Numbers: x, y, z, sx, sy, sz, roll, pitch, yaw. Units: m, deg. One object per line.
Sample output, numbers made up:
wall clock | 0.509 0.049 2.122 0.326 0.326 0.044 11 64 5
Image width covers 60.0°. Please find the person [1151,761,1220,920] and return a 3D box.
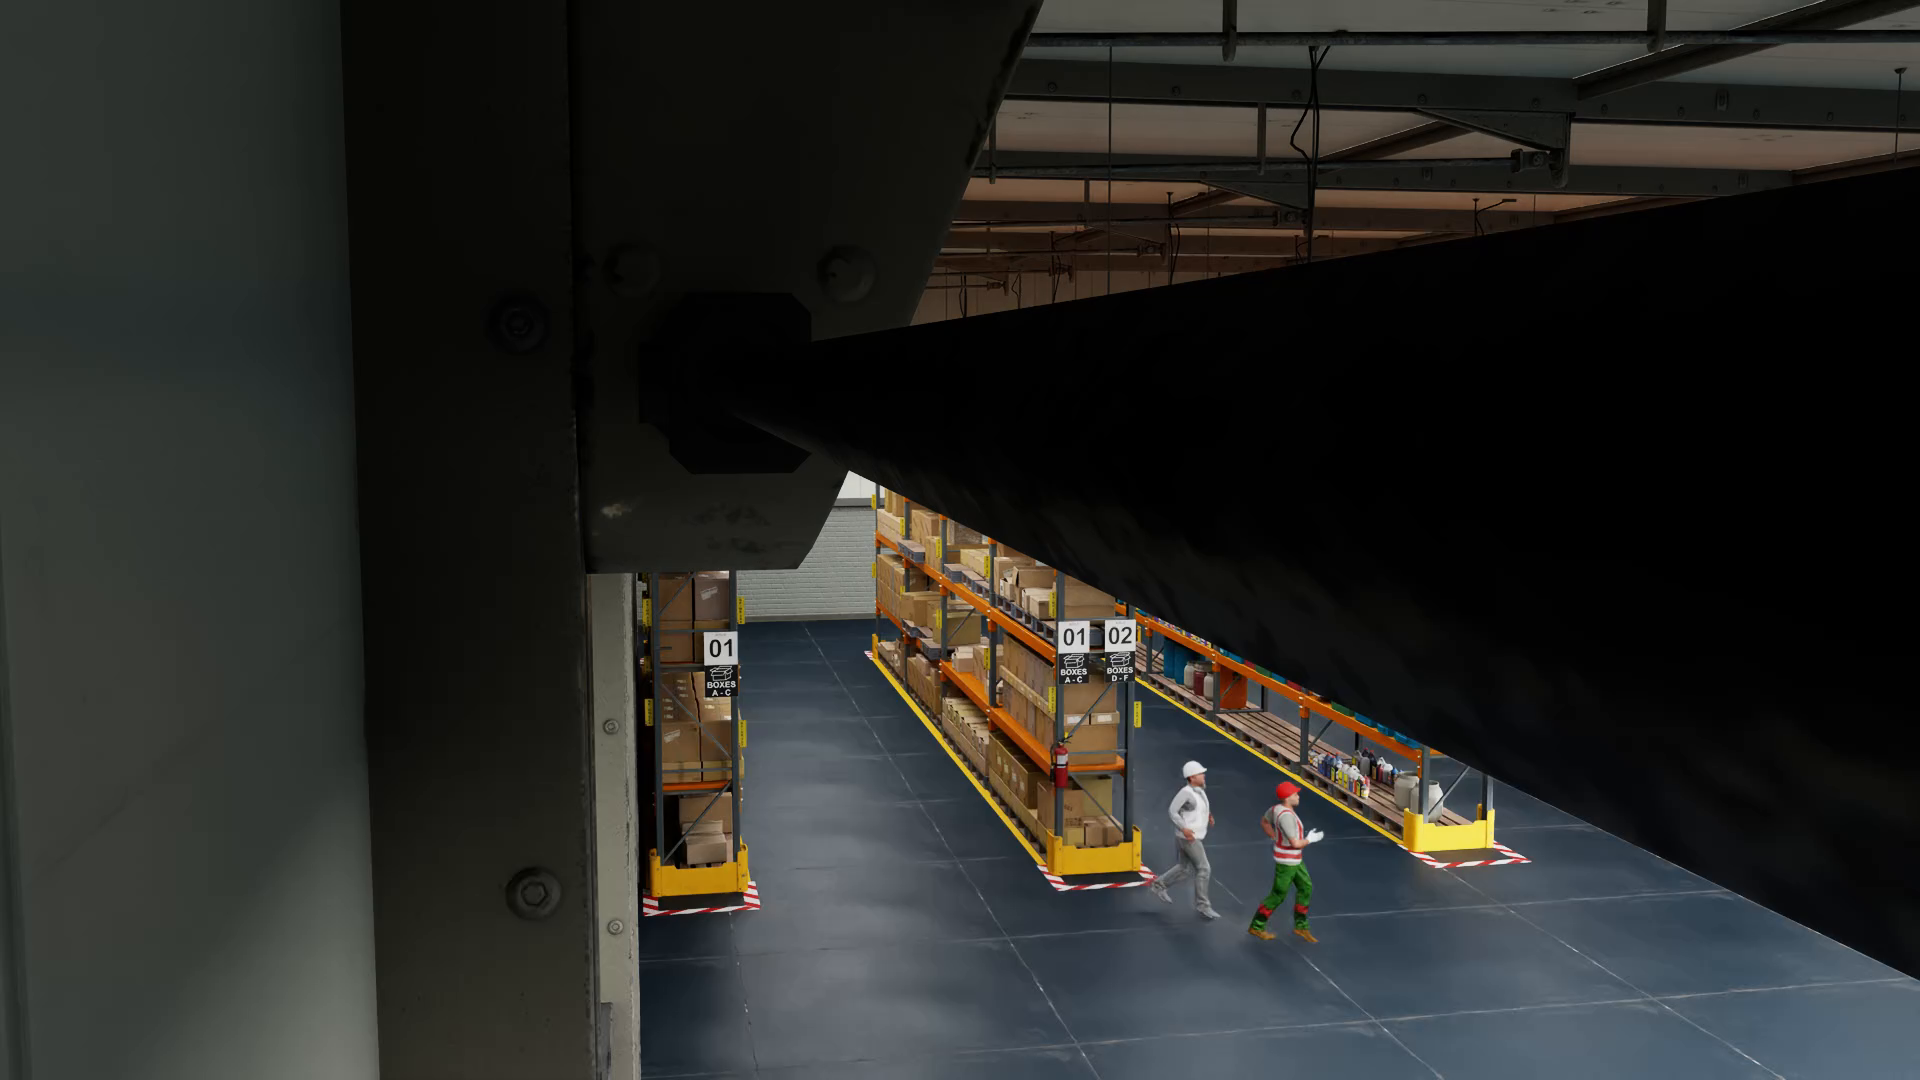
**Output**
person | 2.651 3.461 19.398 0.848 1.806 0.672 2 6 18

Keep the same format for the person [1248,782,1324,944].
person | 3.587 3.558 18.279 0.798 1.845 0.647 1 6 10
